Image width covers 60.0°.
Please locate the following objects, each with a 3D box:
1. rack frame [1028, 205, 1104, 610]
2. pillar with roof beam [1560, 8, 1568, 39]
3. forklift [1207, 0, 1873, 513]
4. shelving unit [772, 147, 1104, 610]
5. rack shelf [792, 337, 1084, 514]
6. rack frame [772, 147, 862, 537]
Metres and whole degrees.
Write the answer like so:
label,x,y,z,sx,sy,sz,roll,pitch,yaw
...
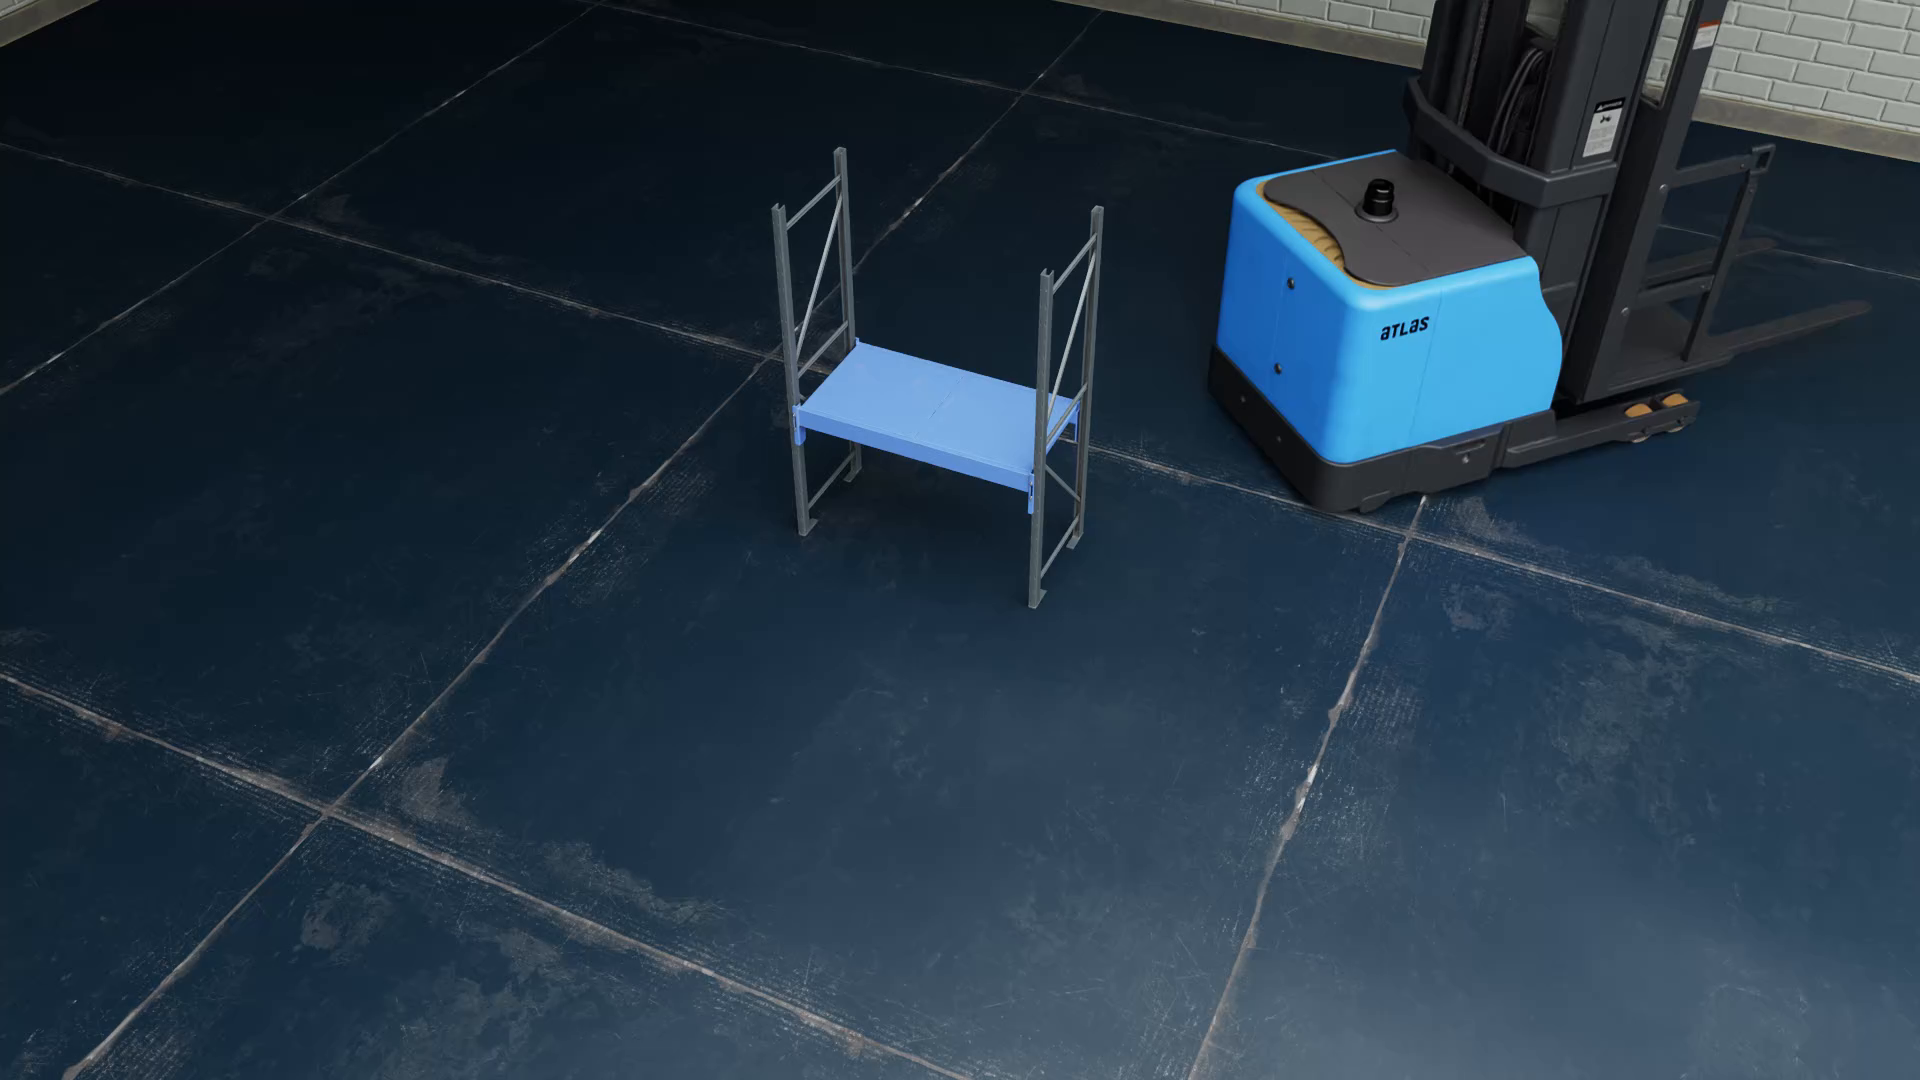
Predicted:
label,x,y,z,sx,sy,sz,roll,pitch,yaw
rack frame,0.383,-0.450,6.124,0.032,1.500,0.500,17,44,19
pillar with roof beam,1.779,-3.347,3.742,0.400,9.000,9.100,17,44,19
forklift,2.674,-1.838,6.632,3.031,2.935,1.130,-15,43,-17
shelving unit,-0.077,-0.590,6.286,1.048,1.500,0.538,17,44,19
rack shelf,-0.077,-0.454,6.404,1.000,0.185,0.538,17,44,19
rack frame,-0.538,-0.731,6.448,0.032,1.500,0.500,17,44,19
